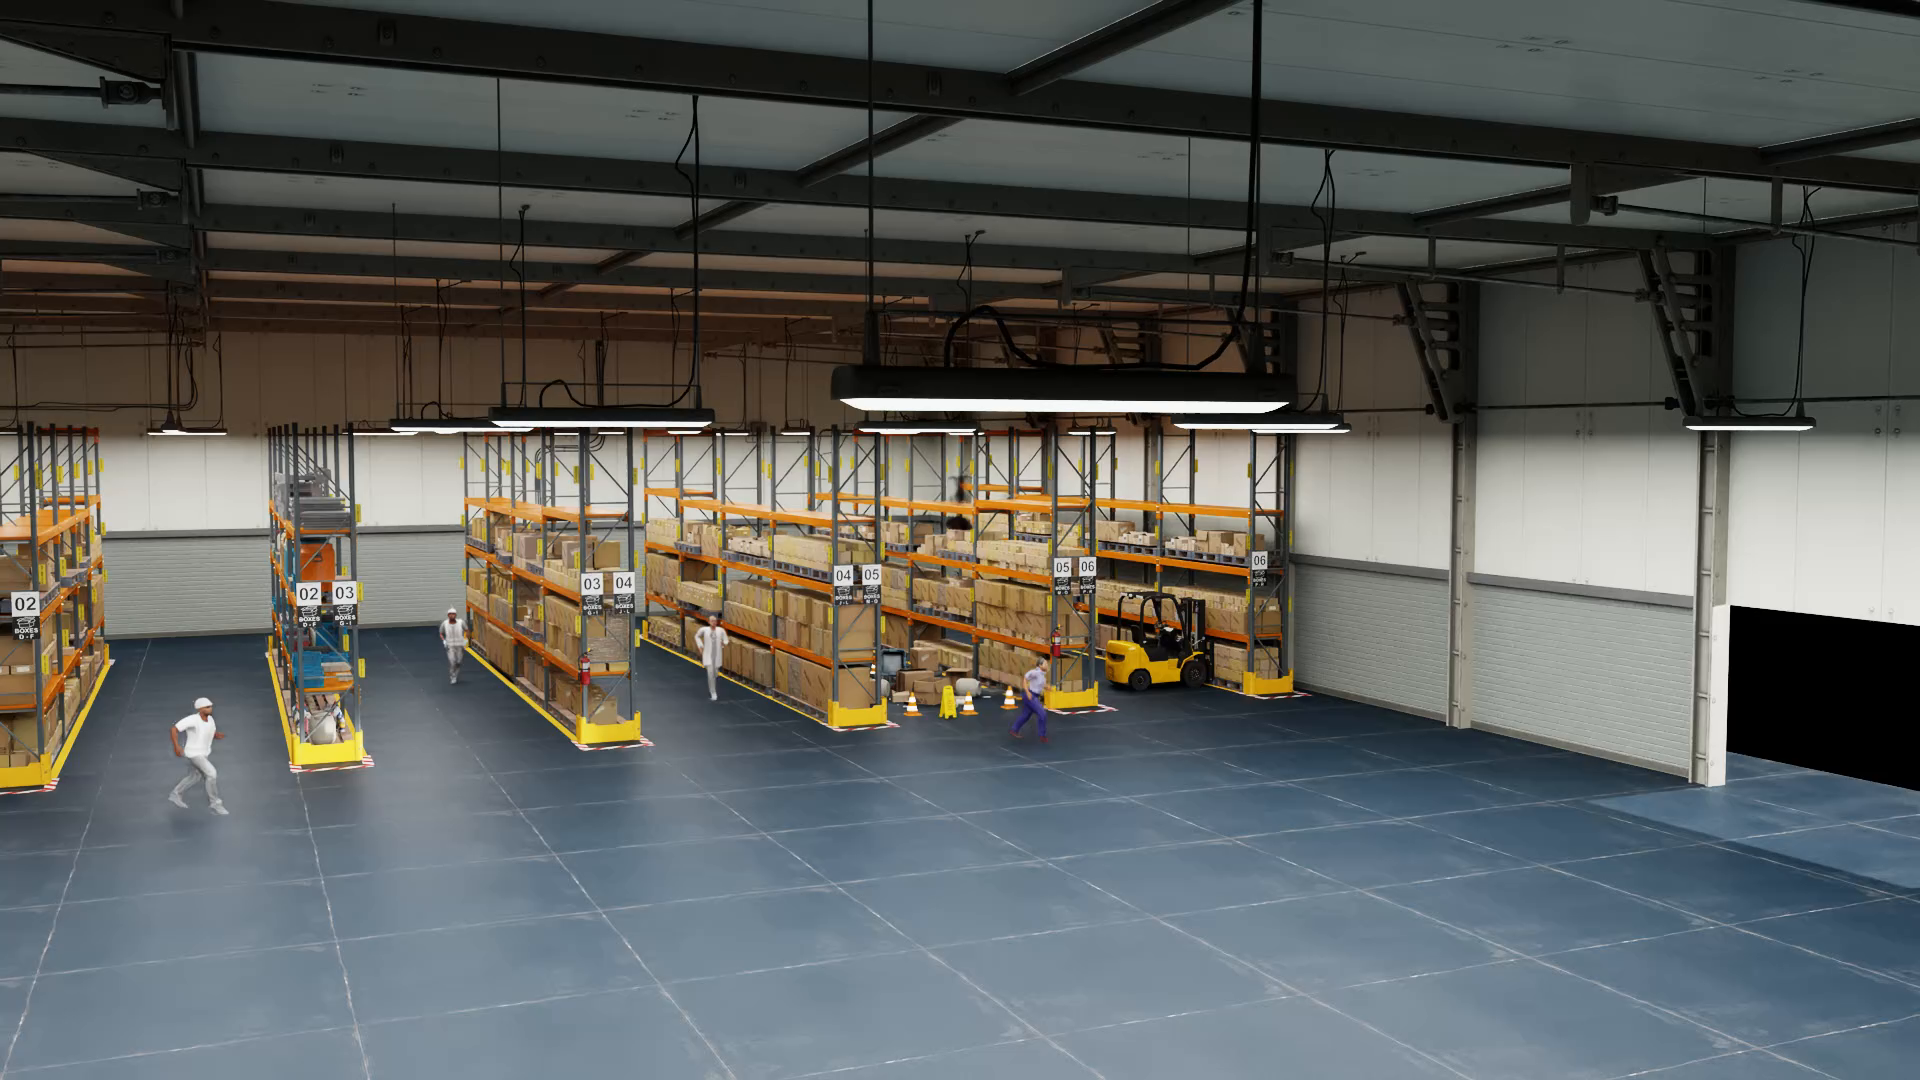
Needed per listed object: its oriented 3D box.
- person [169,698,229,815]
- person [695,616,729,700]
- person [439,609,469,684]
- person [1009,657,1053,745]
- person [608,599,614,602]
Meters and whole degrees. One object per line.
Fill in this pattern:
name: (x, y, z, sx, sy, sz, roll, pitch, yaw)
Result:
person: (-11.622, 3.298, 25.341, 0.957, 1.802, 0.729, 0, 4, 6)
person: (-5.464, 2.576, 36.735, 0.705, 1.802, 1.046, -1, 4, -21)
person: (-11.869, 2.472, 39.031, 0.685, 1.756, 0.679, -1, 4, -17)
person: (1.334, 3.022, 31.298, 0.858, 1.652, 0.600, 1, 4, 19)
person: (-9.565, 2.054, 46.514, 0.625, 1.649, 0.723, -2, 4, -26)
